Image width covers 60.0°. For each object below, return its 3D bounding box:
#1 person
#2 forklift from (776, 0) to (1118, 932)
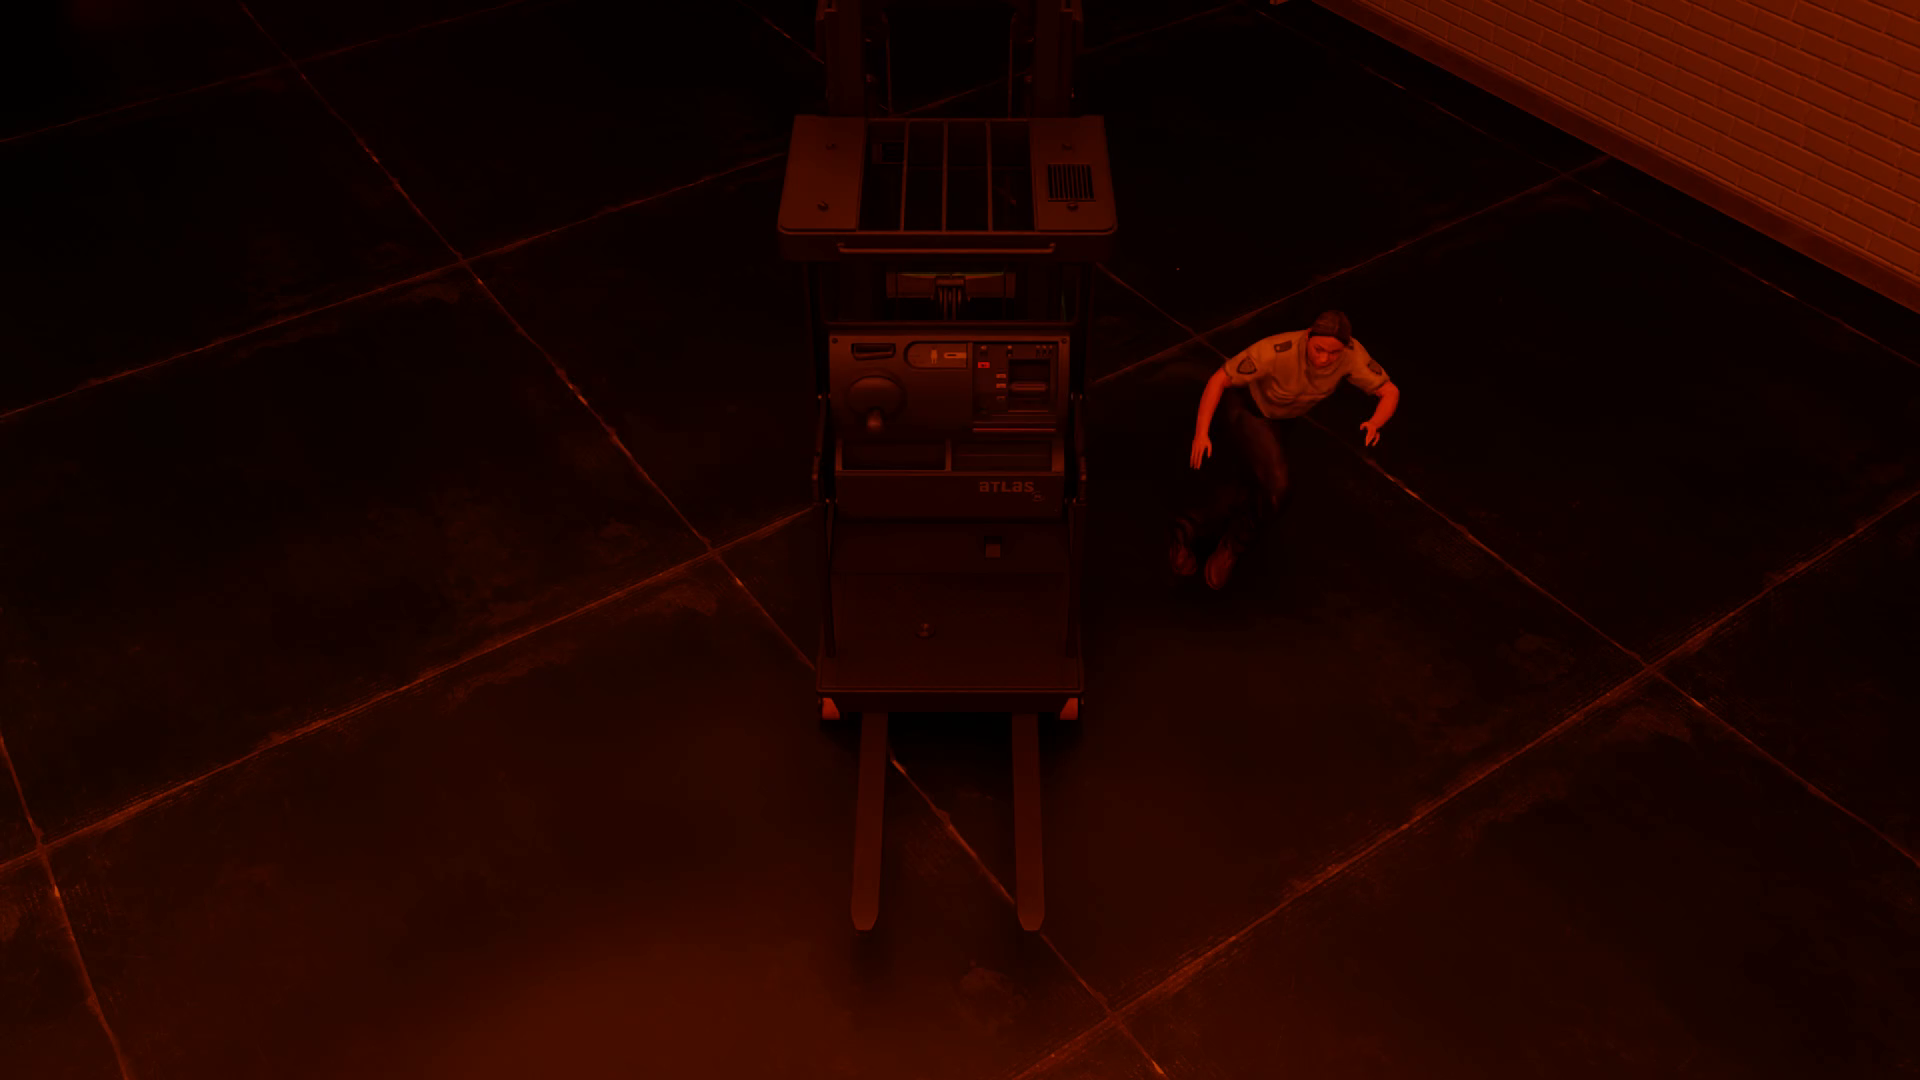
[{"bbox_3d":[1.384,-0.402,7.282,0.913,1.426,0.854,-20,46,-20],"label":"person"},{"bbox_3d":[-0.039,-0.527,6.287,1.130,2.935,3.031,0,43,0],"label":"forklift"}]
